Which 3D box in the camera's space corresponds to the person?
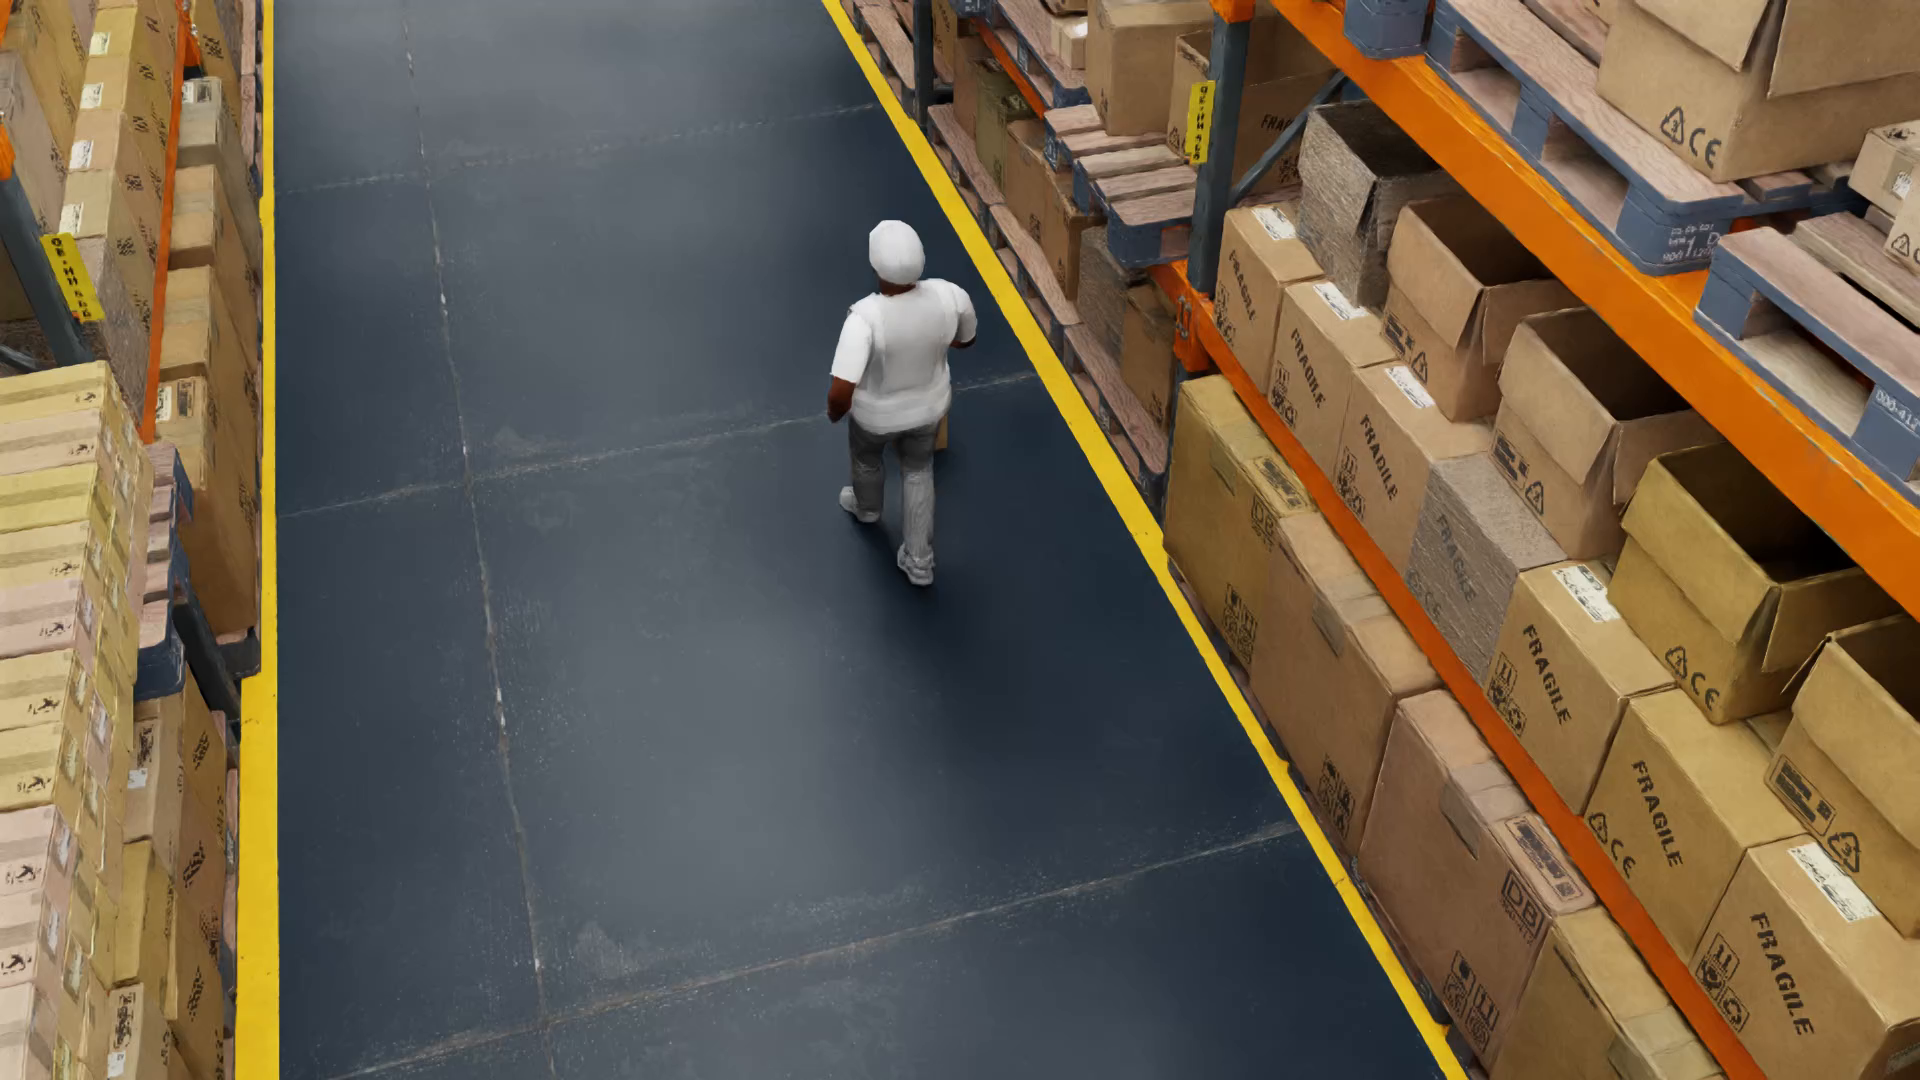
[{"bbox_3d":[-0.277,-0.620,6.841,0.662,1.746,0.865,-10,43,-11],"label":"person"}]
